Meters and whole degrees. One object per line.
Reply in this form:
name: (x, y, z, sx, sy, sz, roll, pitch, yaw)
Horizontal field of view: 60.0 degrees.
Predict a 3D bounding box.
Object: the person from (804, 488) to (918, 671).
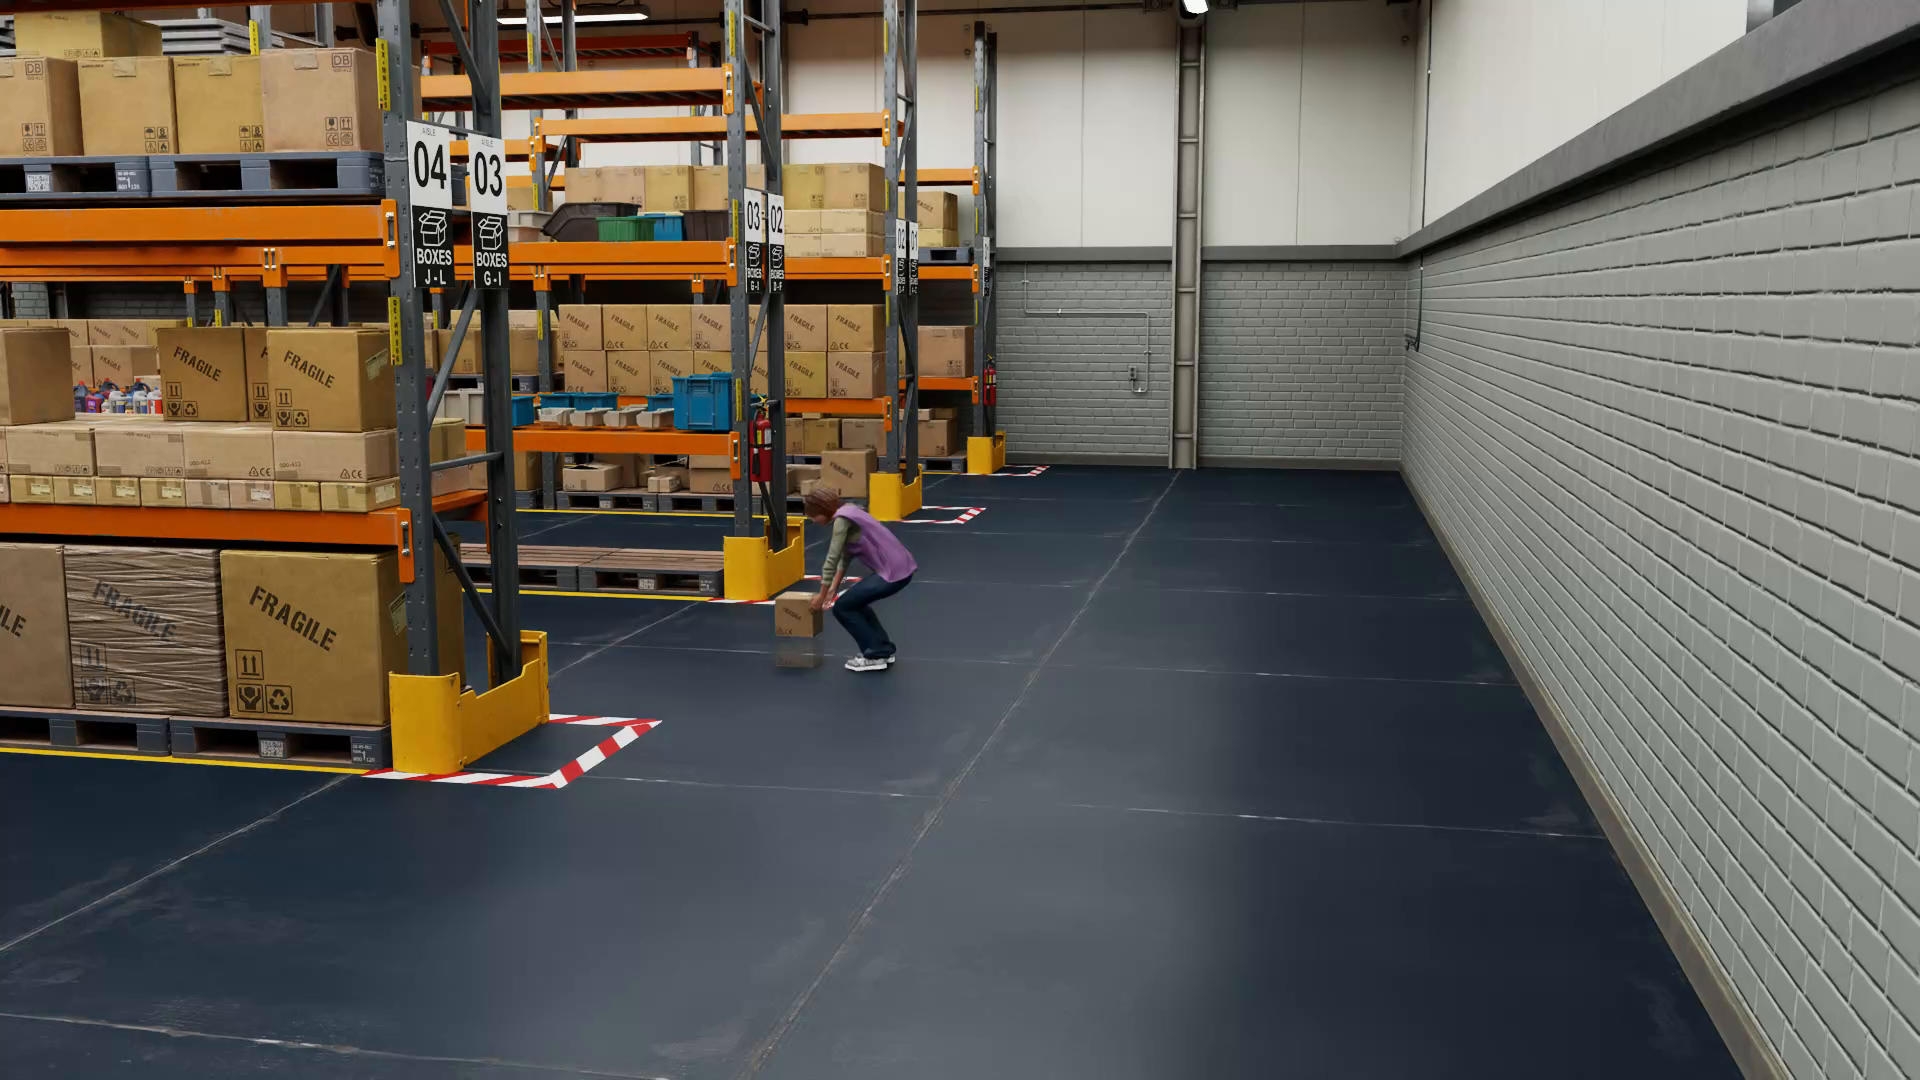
person: (-0.641, 0.257, 10.666, 0.721, 1.148, 0.464, 2, 8, 12)
